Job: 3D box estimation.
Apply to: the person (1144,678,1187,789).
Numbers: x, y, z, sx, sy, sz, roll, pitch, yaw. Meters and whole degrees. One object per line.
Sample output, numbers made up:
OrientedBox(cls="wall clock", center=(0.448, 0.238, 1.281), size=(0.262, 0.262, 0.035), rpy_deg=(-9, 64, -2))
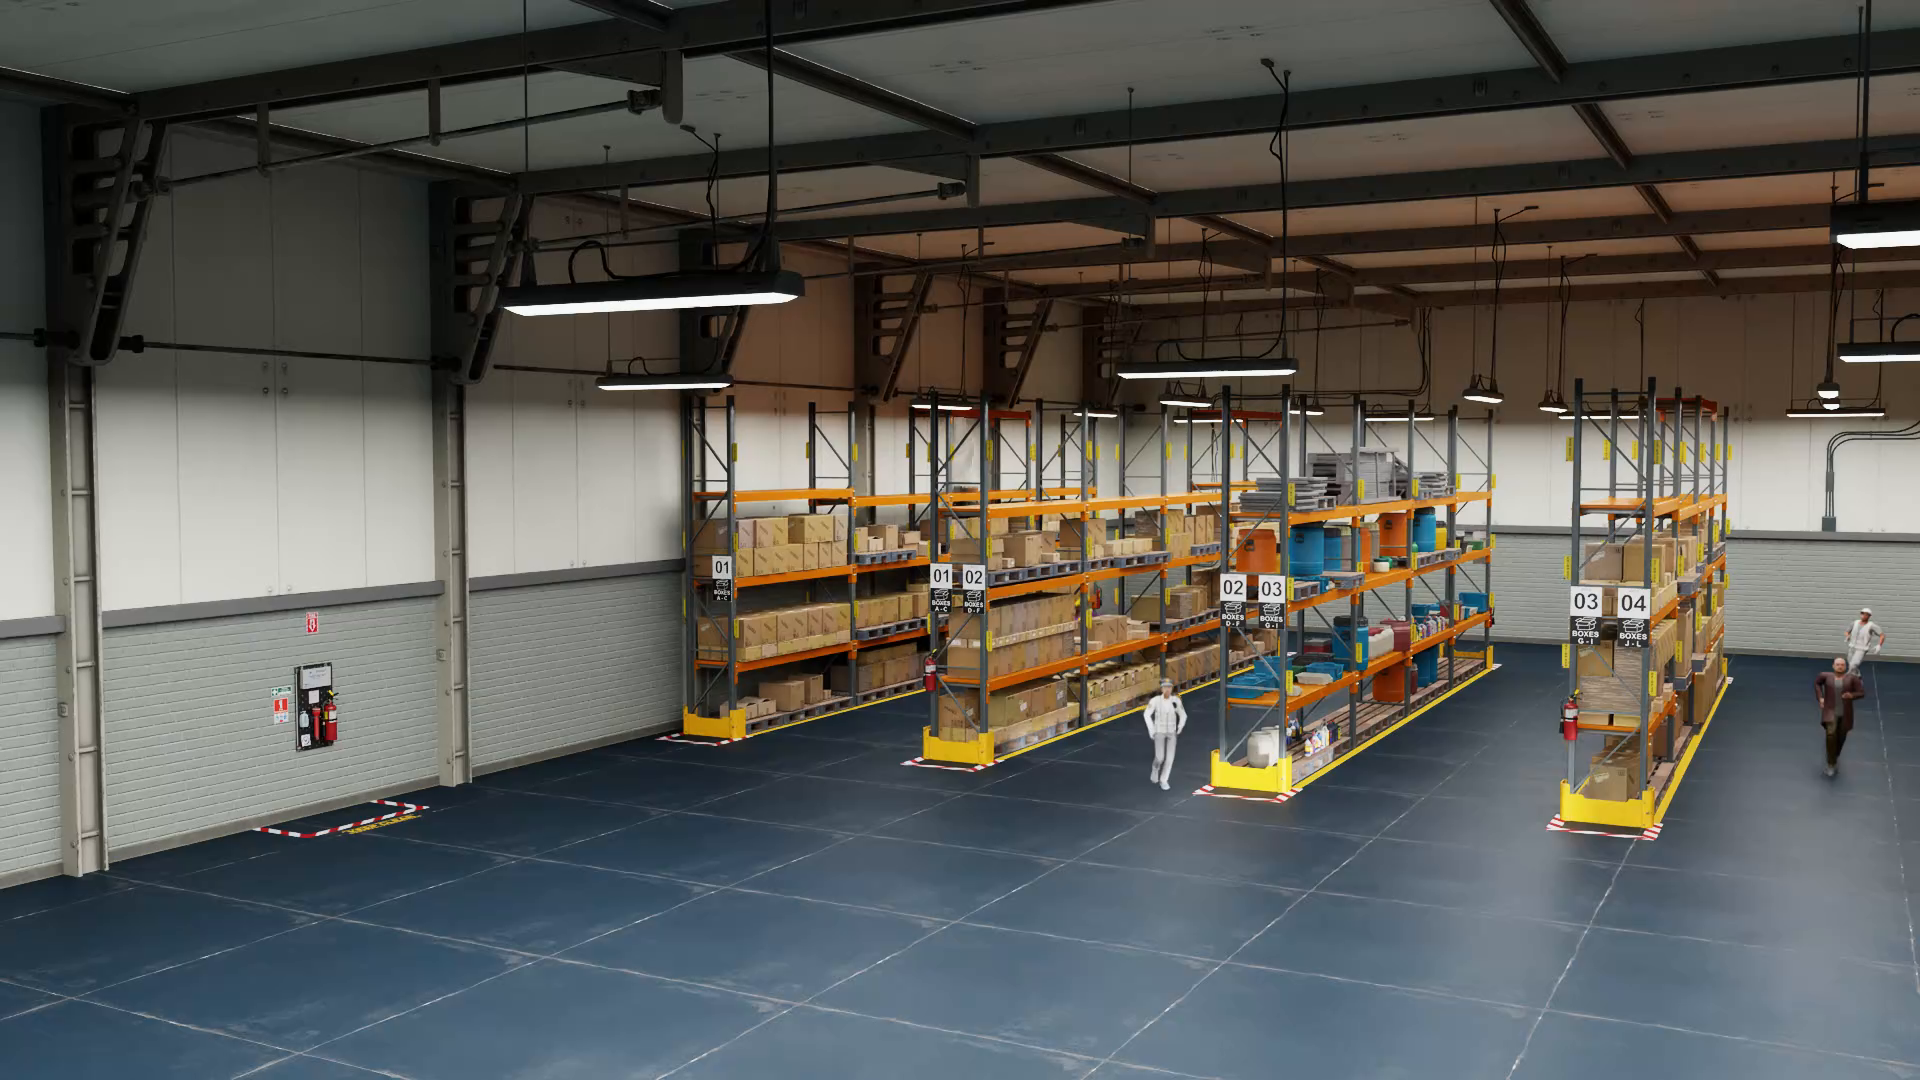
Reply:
OrientedBox(cls="person", center=(3.074, 2.873, 24.754), size=(0.631, 1.663, 0.539), rpy_deg=(0, 3, -5))

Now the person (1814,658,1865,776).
OrientedBox(cls="person", center=(13.785, 2.760, 26.085), size=(0.673, 1.846, 0.933), rpy_deg=(1, 3, 19))

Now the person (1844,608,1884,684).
OrientedBox(cls="person", center=(18.640, 2.291, 34.527), size=(0.873, 1.757, 0.714), rpy_deg=(-1, 3, -26))

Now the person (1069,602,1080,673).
OrientedBox(cls="person", center=(2.537, 2.220, 36.416), size=(0.710, 1.730, 0.780), rpy_deg=(1, 3, 20))
